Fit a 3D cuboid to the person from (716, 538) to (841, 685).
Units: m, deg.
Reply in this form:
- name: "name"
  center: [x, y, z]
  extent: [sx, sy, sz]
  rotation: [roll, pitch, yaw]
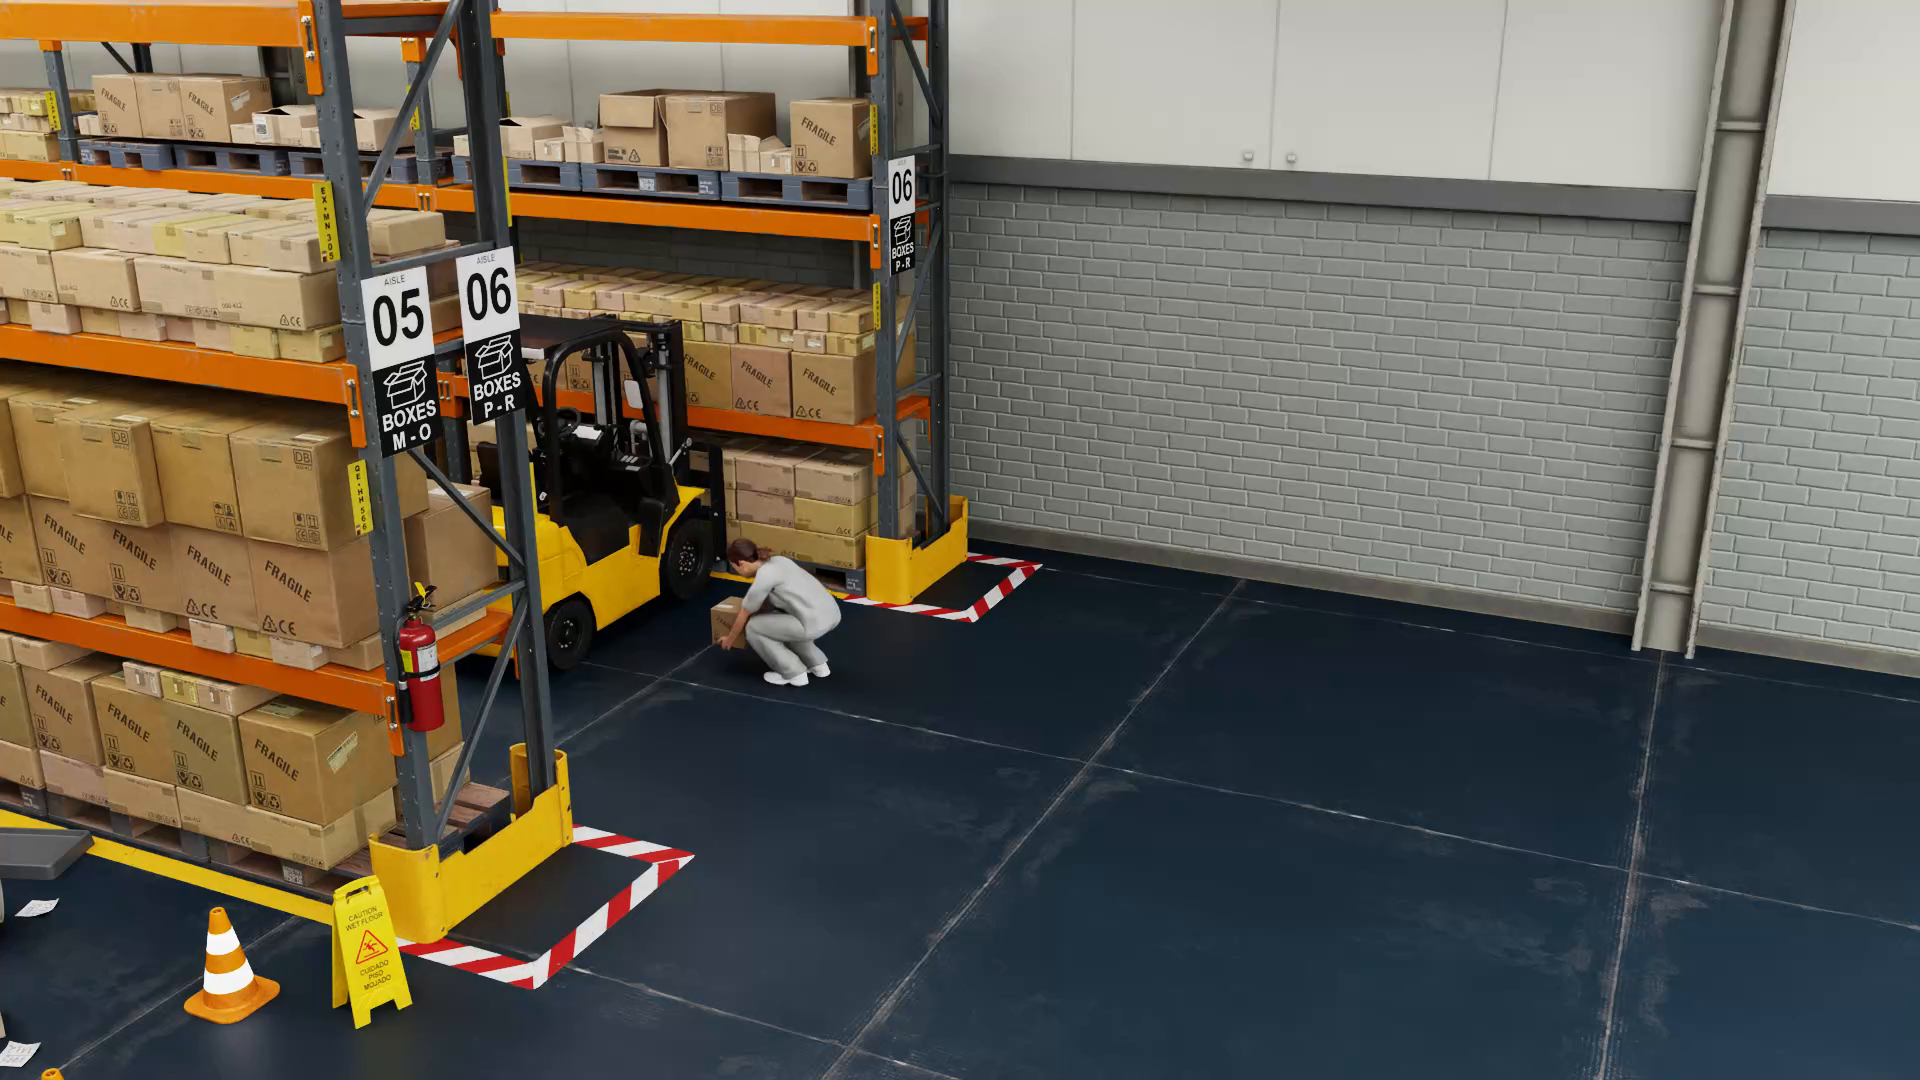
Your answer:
- name: "person"
  center: [-1.186, 0.455, 10.878]
  extent: [0.815, 0.950, 0.466]
  rotation: [8, 21, 22]
